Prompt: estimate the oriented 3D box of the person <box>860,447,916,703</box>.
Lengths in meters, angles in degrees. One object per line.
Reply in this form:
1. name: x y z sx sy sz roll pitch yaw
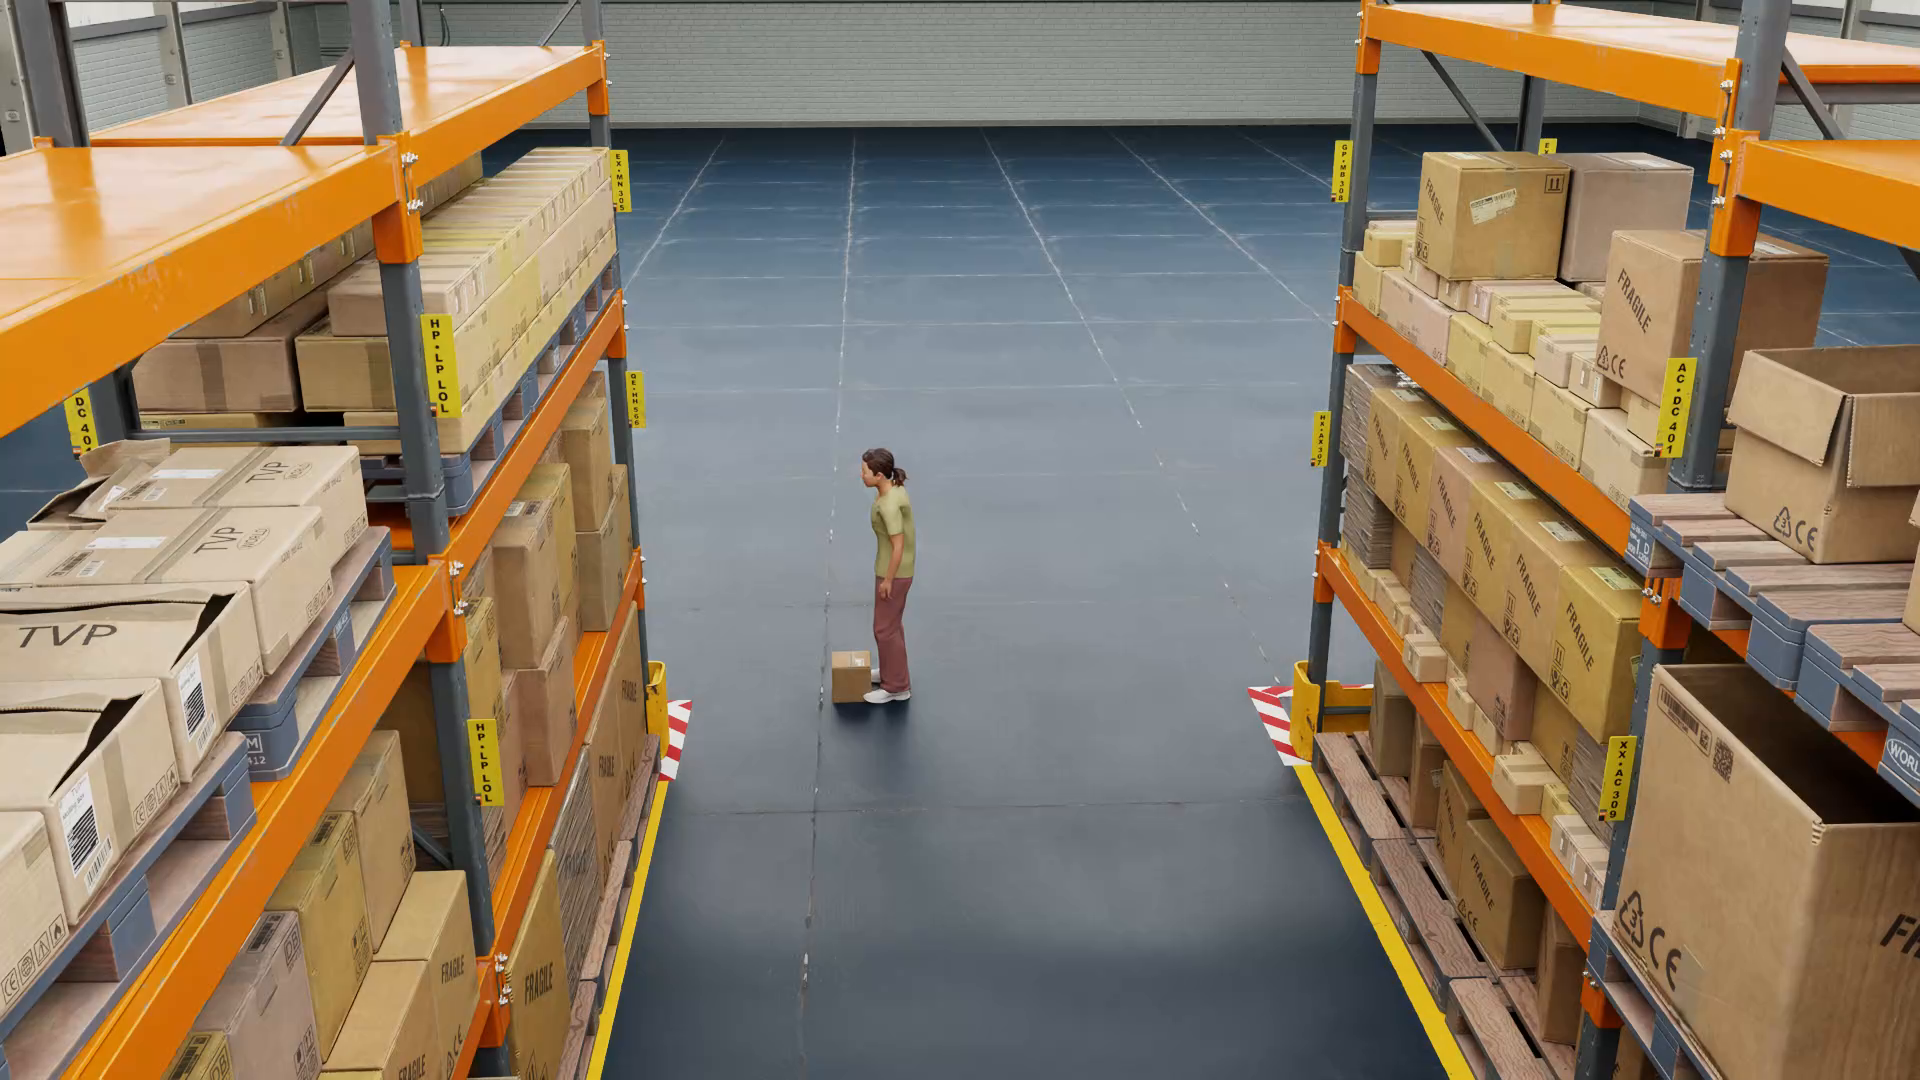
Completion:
1. person: -0.456 0.208 10.522 0.357 1.673 0.499 -1 20 -3
